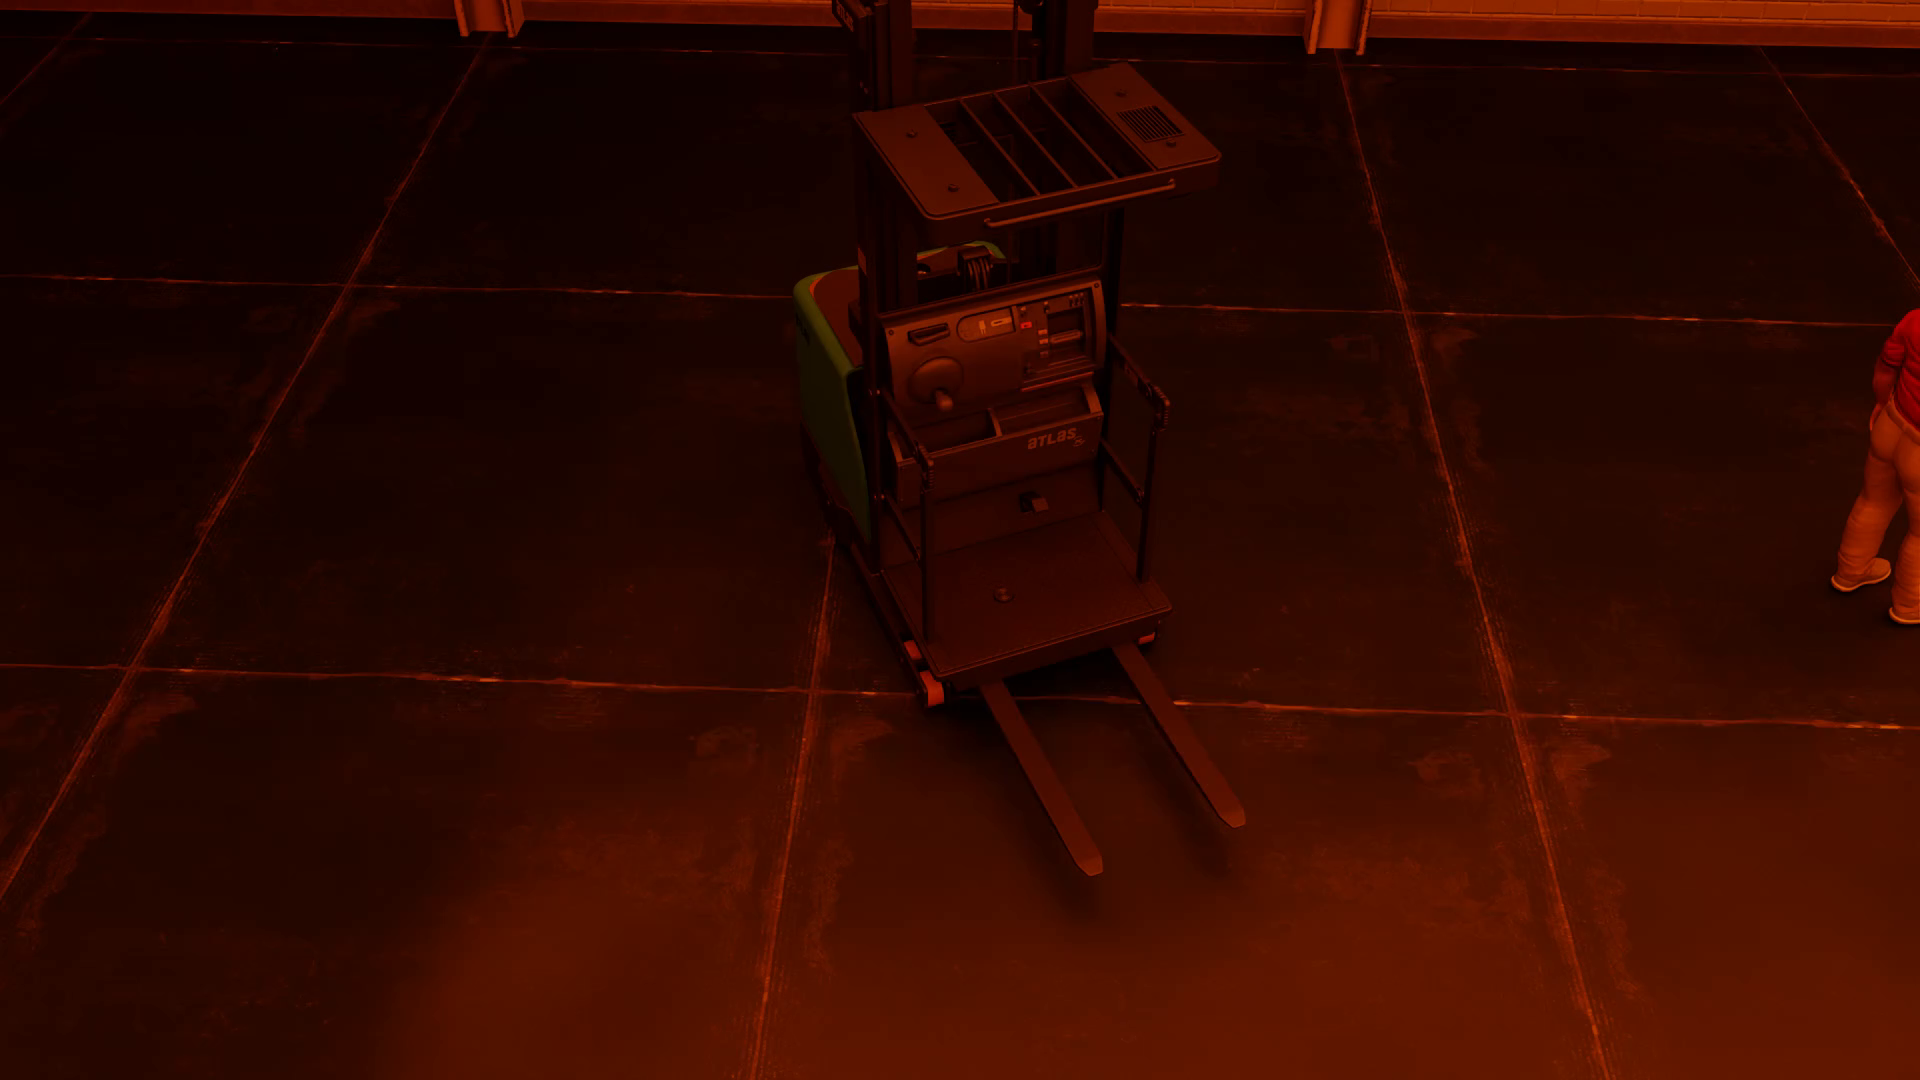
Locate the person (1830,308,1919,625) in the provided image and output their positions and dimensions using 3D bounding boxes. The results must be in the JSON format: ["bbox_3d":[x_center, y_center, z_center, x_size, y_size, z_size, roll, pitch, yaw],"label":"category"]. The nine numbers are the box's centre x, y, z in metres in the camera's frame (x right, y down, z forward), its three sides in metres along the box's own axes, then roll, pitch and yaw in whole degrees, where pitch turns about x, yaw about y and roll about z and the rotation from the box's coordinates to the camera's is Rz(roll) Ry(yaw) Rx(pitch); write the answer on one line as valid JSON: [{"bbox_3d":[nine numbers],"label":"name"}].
[{"bbox_3d":[4.178,-0.420,7.084,0.551,1.727,0.640,-12,44,-13],"label":"person"}]

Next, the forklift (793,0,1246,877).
[{"bbox_3d":[0.231,-0.691,6.500,1.130,2.935,3.031,-15,45,-16],"label":"forklift"}]
